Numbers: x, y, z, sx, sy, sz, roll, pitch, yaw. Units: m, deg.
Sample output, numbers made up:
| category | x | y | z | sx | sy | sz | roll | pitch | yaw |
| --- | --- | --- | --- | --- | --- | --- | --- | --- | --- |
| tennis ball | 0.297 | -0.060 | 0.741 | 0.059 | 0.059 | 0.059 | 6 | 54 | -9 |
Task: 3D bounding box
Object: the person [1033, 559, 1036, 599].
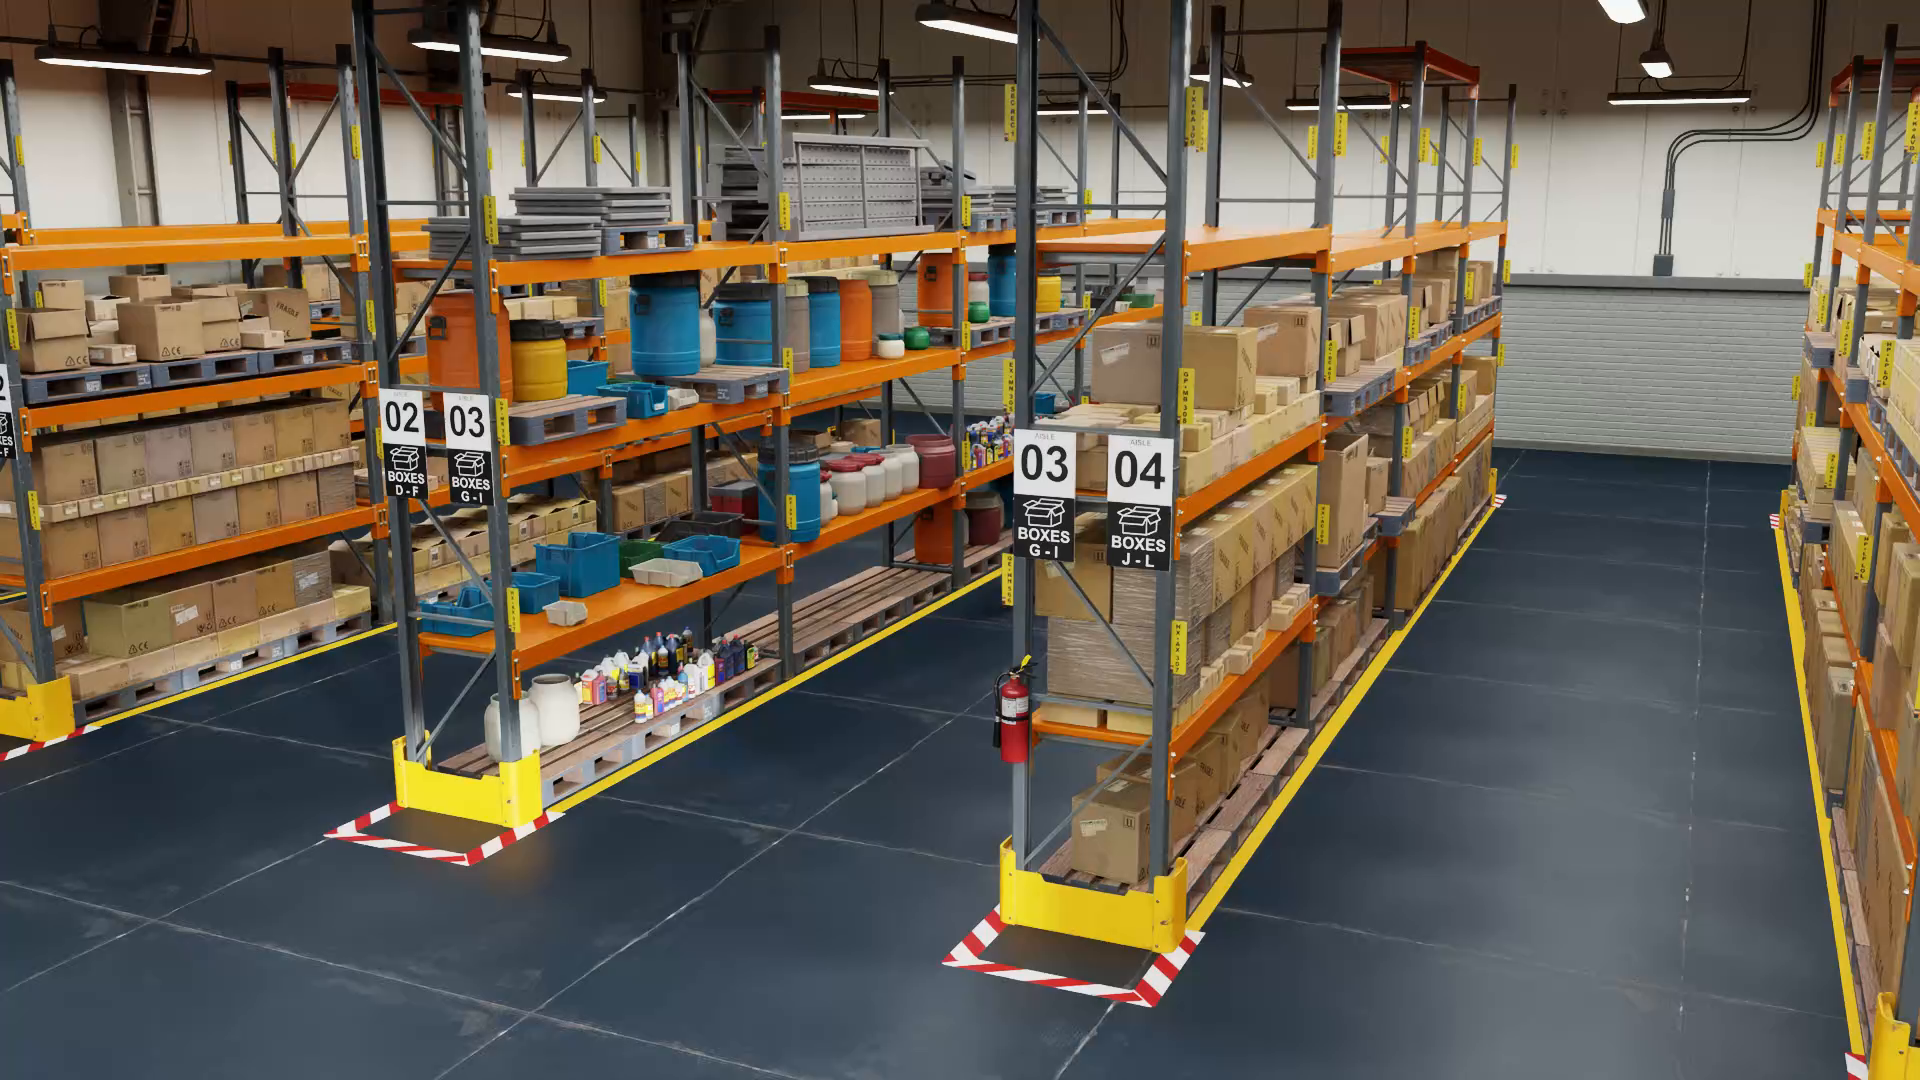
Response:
| category | x | y | z | sx | sy | sz | roll | pitch | yaw |
| --- | --- | --- | --- | --- | --- | --- | --- | --- | --- |
| person | 1.096 | -0.181 | 18.856 | 0.967 | 1.671 | 0.566 | -9 | 15 | -37 |
